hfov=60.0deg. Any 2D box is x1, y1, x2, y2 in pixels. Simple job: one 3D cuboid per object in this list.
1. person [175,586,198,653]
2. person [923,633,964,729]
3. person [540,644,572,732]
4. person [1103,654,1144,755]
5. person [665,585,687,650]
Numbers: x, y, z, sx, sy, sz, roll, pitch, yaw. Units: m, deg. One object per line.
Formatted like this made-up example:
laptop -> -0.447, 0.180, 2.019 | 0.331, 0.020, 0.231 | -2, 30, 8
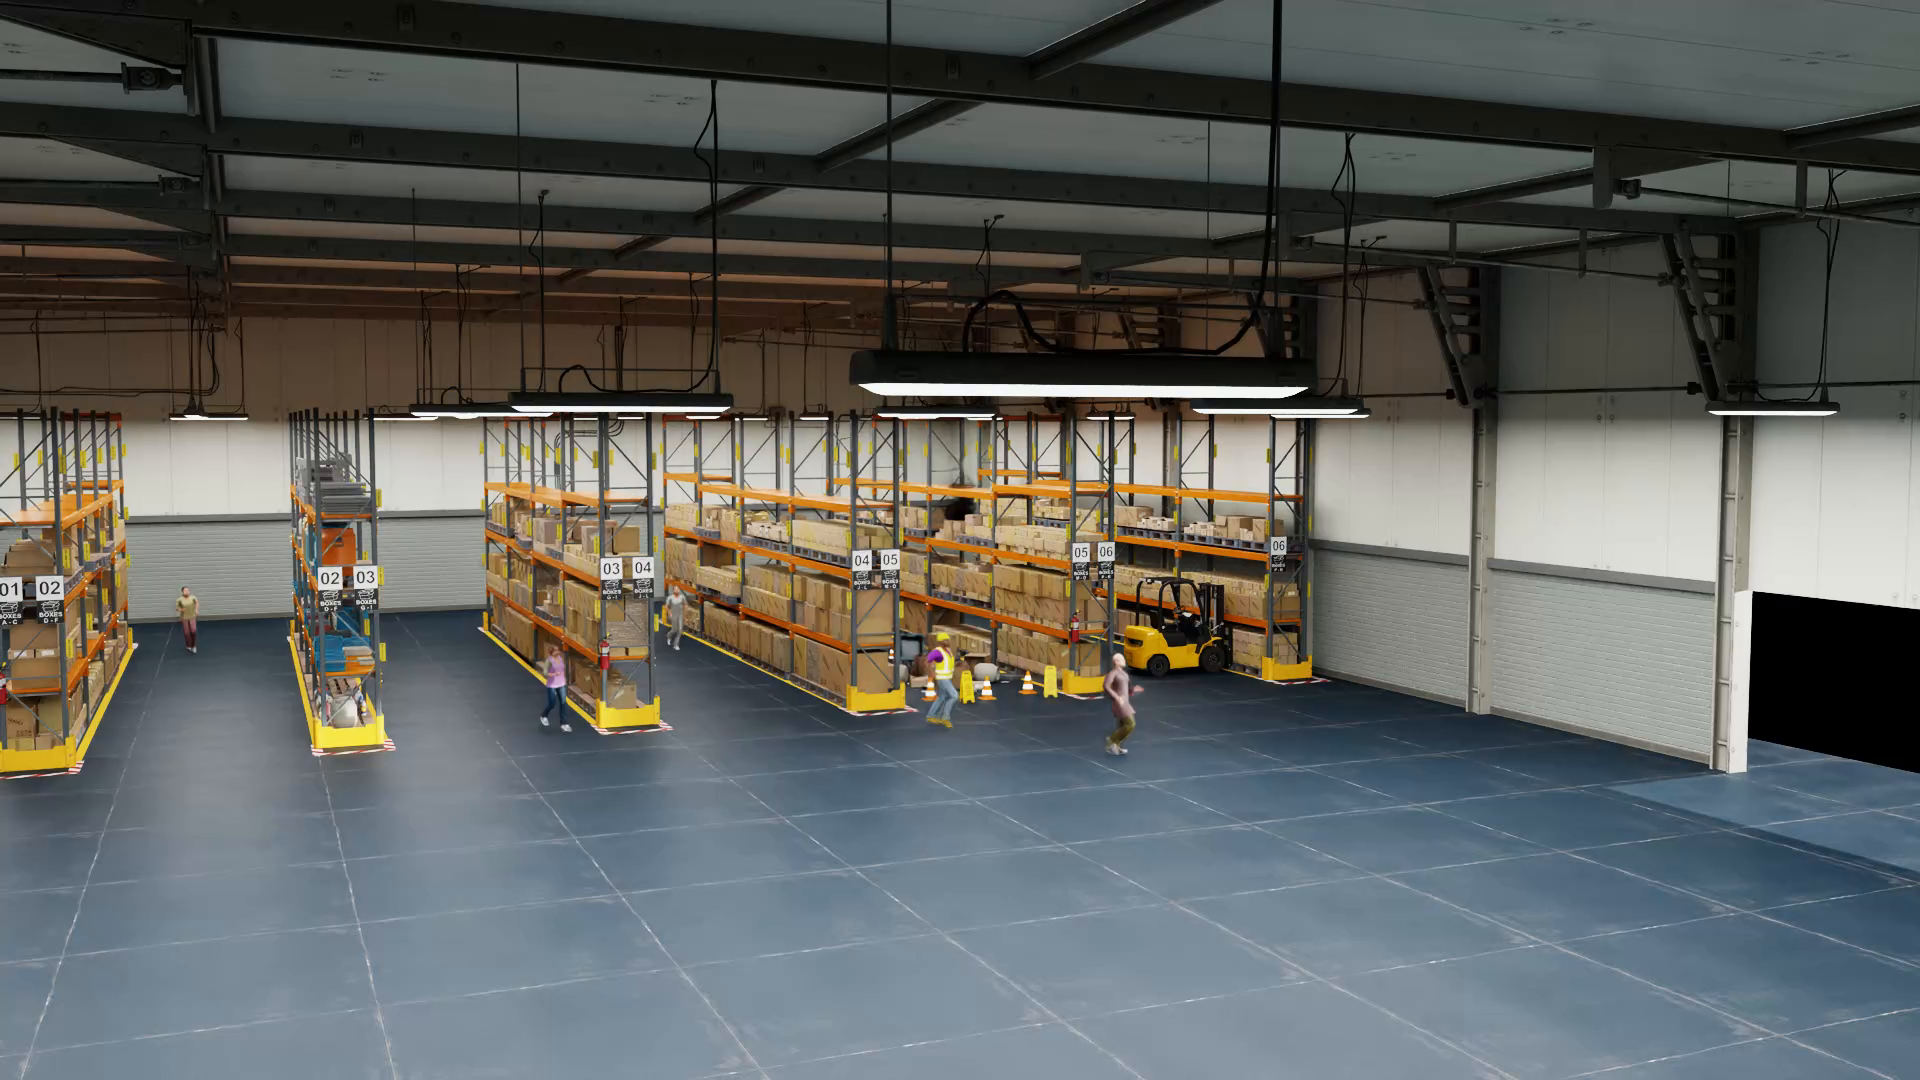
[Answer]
person -> -19.329, 1.995, 41.594 | 0.555, 1.701, 0.670 | -2, 5, -29
person -> -0.291, 2.652, 31.317 | 0.747, 1.816, 0.669 | 1, 4, 17
person -> -7.509, 2.733, 30.895 | 0.841, 1.589, 0.540 | 4, 5, 43
person -> 2.832, 2.836, 28.668 | 0.642, 1.745, 0.695 | 1, 4, 17
person -> -7.194, 1.957, 42.249 | 0.560, 1.639, 0.605 | -2, 4, -25
